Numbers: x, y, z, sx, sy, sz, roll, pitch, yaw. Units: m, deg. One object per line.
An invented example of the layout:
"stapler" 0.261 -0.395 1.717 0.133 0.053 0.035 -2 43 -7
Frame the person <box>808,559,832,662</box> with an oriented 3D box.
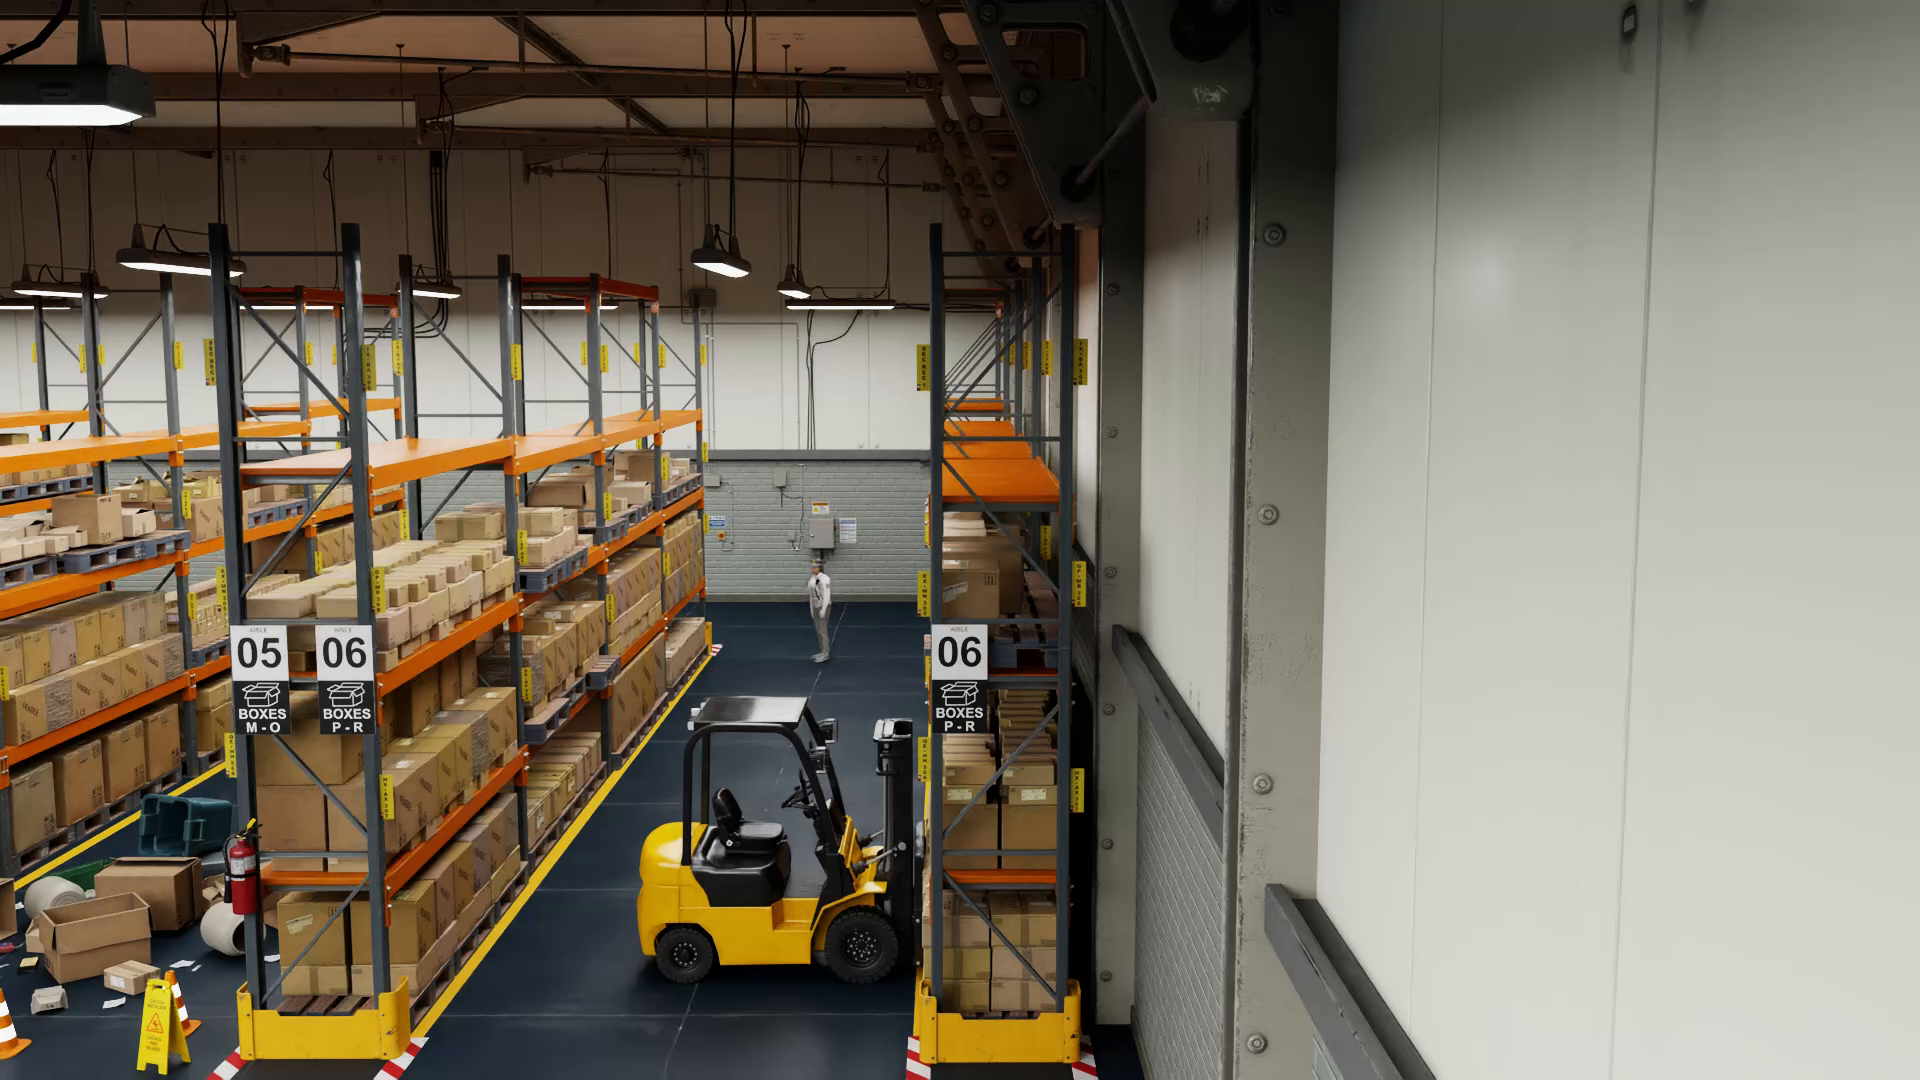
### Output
"person" -2.311 1.140 27.365 0.340 1.687 0.488 -5 8 -36
